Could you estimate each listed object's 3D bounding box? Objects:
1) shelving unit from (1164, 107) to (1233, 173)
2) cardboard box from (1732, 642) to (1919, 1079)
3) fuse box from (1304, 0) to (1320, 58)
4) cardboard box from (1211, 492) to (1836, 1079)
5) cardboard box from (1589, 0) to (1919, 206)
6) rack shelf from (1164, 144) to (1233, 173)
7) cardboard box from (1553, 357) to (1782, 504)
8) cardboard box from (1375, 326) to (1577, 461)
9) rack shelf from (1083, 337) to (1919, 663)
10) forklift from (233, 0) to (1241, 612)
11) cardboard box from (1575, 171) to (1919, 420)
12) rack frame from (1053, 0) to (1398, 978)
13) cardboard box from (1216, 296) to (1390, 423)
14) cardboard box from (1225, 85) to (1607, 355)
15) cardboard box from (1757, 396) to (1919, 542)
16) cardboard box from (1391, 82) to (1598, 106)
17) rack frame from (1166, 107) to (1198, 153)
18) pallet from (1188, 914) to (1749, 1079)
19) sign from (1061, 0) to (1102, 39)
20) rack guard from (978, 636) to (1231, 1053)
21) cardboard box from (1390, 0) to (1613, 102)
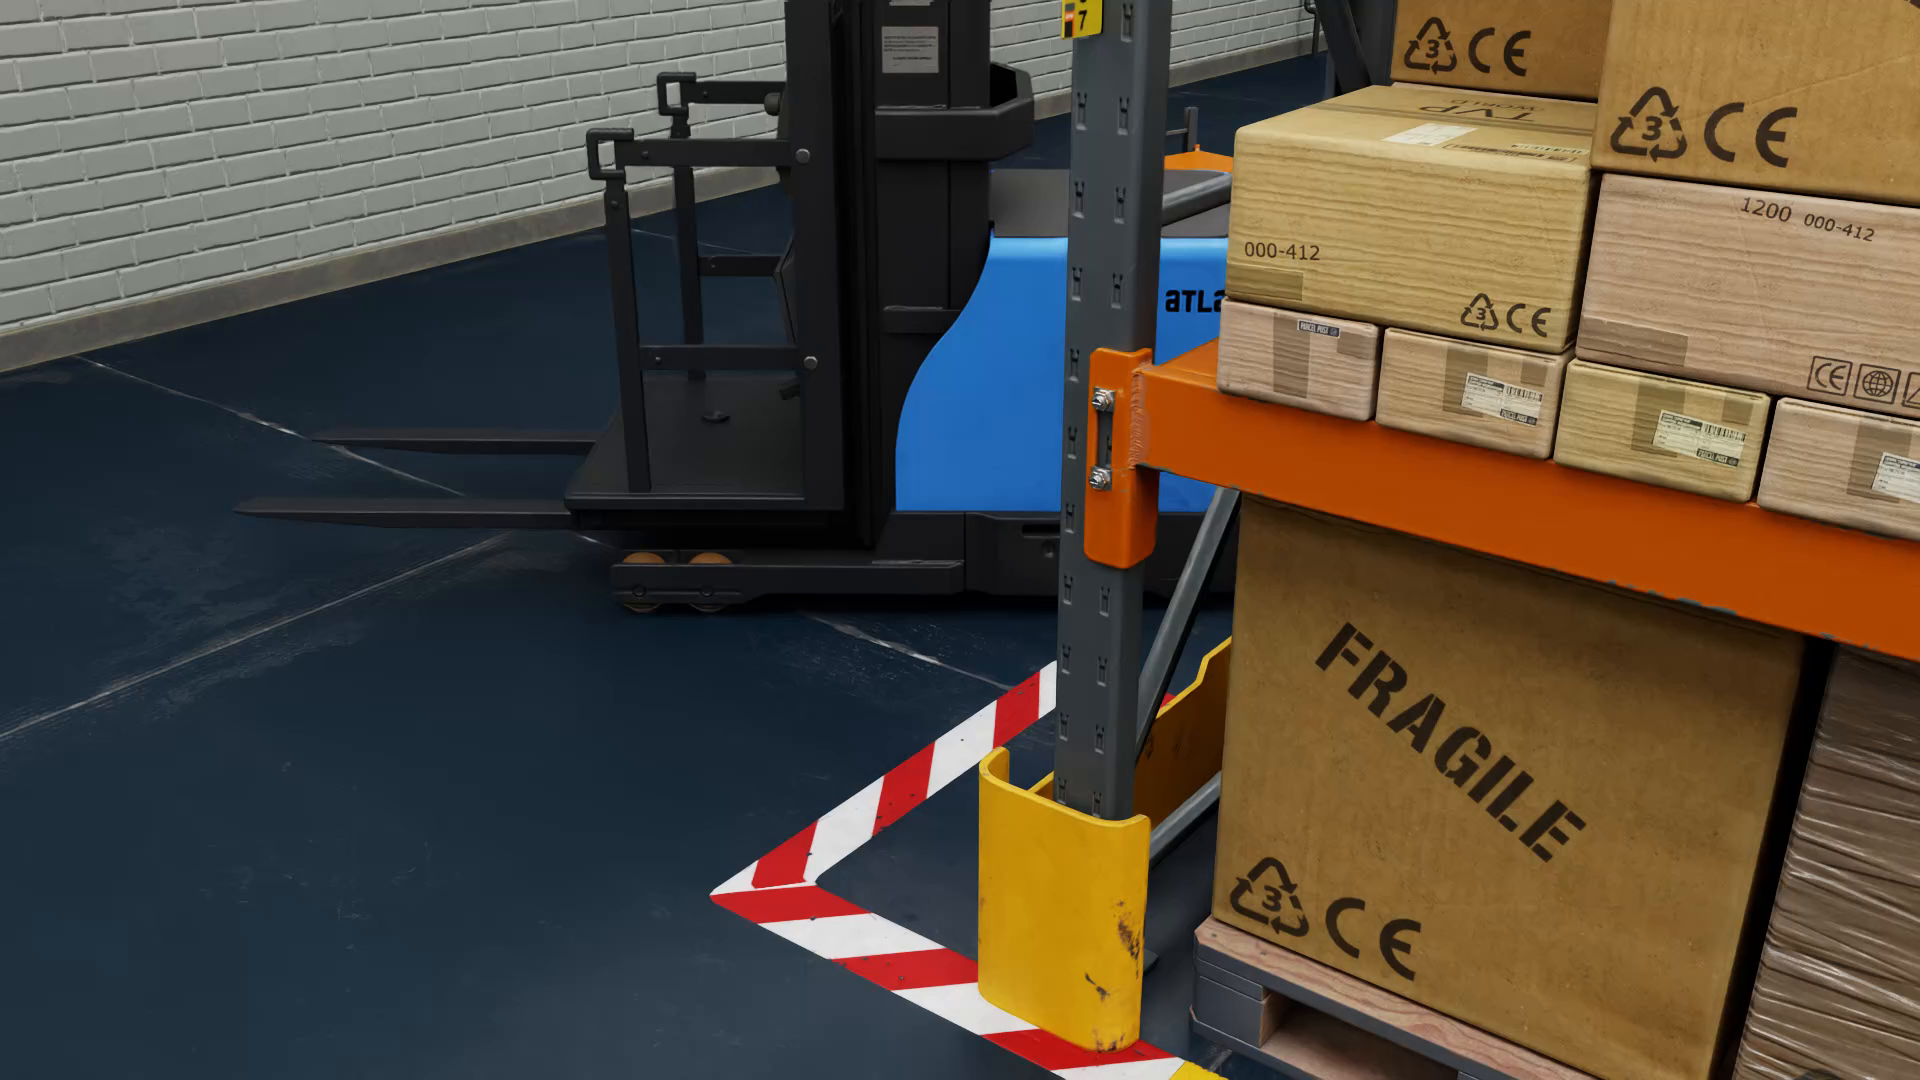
[{"bbox_3d":[0.969,-0.826,5.729,0.538,1.125,1.048,-18,29,-34],"label":"shelving unit"},{"bbox_3d":[1.804,0.496,2.518,0.875,0.875,0.875,17,29,33],"label":"cardboard box"},{"bbox_3d":[3.310,-5.239,15.019,0.414,1.711,0.539,17,29,33],"label":"fuse box"},{"bbox_3d":[1.076,0.276,3.018,0.875,0.875,0.875,17,29,33],"label":"cardboard box"},{"bbox_3d":[1.138,-0.720,2.050,0.500,0.500,0.500,16,28,32],"label":"cardboard box"},{"bbox_3d":[0.969,-1.094,5.611,0.538,0.278,1.000,-18,29,-34],"label":"rack shelf"},{"bbox_3d":[1.013,-0.202,2.301,0.250,0.149,0.380,16,28,32],"label":"cardboard box"},{"bbox_3d":[0.808,-0.264,2.441,0.250,0.149,0.380,16,29,33],"label":"cardboard box"},{"bbox_3d":[2.116,0.180,2.014,4.000,0.370,1.077,17,29,33],"label":"rack shelf"},{"bbox_3d":[-0.624,-1.348,4.674,3.031,2.935,1.130,0,24,1],"label":"forklift"},{"bbox_3d":[1.158,-0.374,2.195,0.500,0.250,0.500,16,29,33],"label":"cardboard box"},{"bbox_3d":[0.516,-0.633,2.967,0.127,3.000,1.000,17,29,33],"label":"rack frame"},{"bbox_3d":[0.602,-0.326,2.581,0.250,0.149,0.380,17,29,34],"label":"cardboard box"},{"bbox_3d":[0.738,-0.497,2.476,0.500,0.250,0.500,16,28,32],"label":"cardboard box"},{"bbox_3d":[1.223,-0.140,2.159,0.250,0.149,0.380,16,29,33],"label":"cardboard box"},{"bbox_3d":[1.063,-0.669,2.865,0.500,0.250,0.500,16,29,32],"label":"cardboard box"},{"bbox_3d":[0.654,-0.987,6.095,0.500,1.125,0.032,-18,29,-34],"label":"rack frame"},{"bbox_3d":[1.203,0.811,3.147,1.213,0.211,1.003,17,29,33],"label":"pallet"},{"bbox_3d":[0.178,-0.888,2.373,0.005,0.325,0.100,17,29,33],"label":"sign"},{"bbox_3d":[0.497,0.505,3.484,0.348,0.500,1.175,17,29,33],"label":"rack guard"},{"bbox_3d":[1.063,-1.011,2.711,0.500,0.500,0.500,17,29,34],"label":"cardboard box"}]
